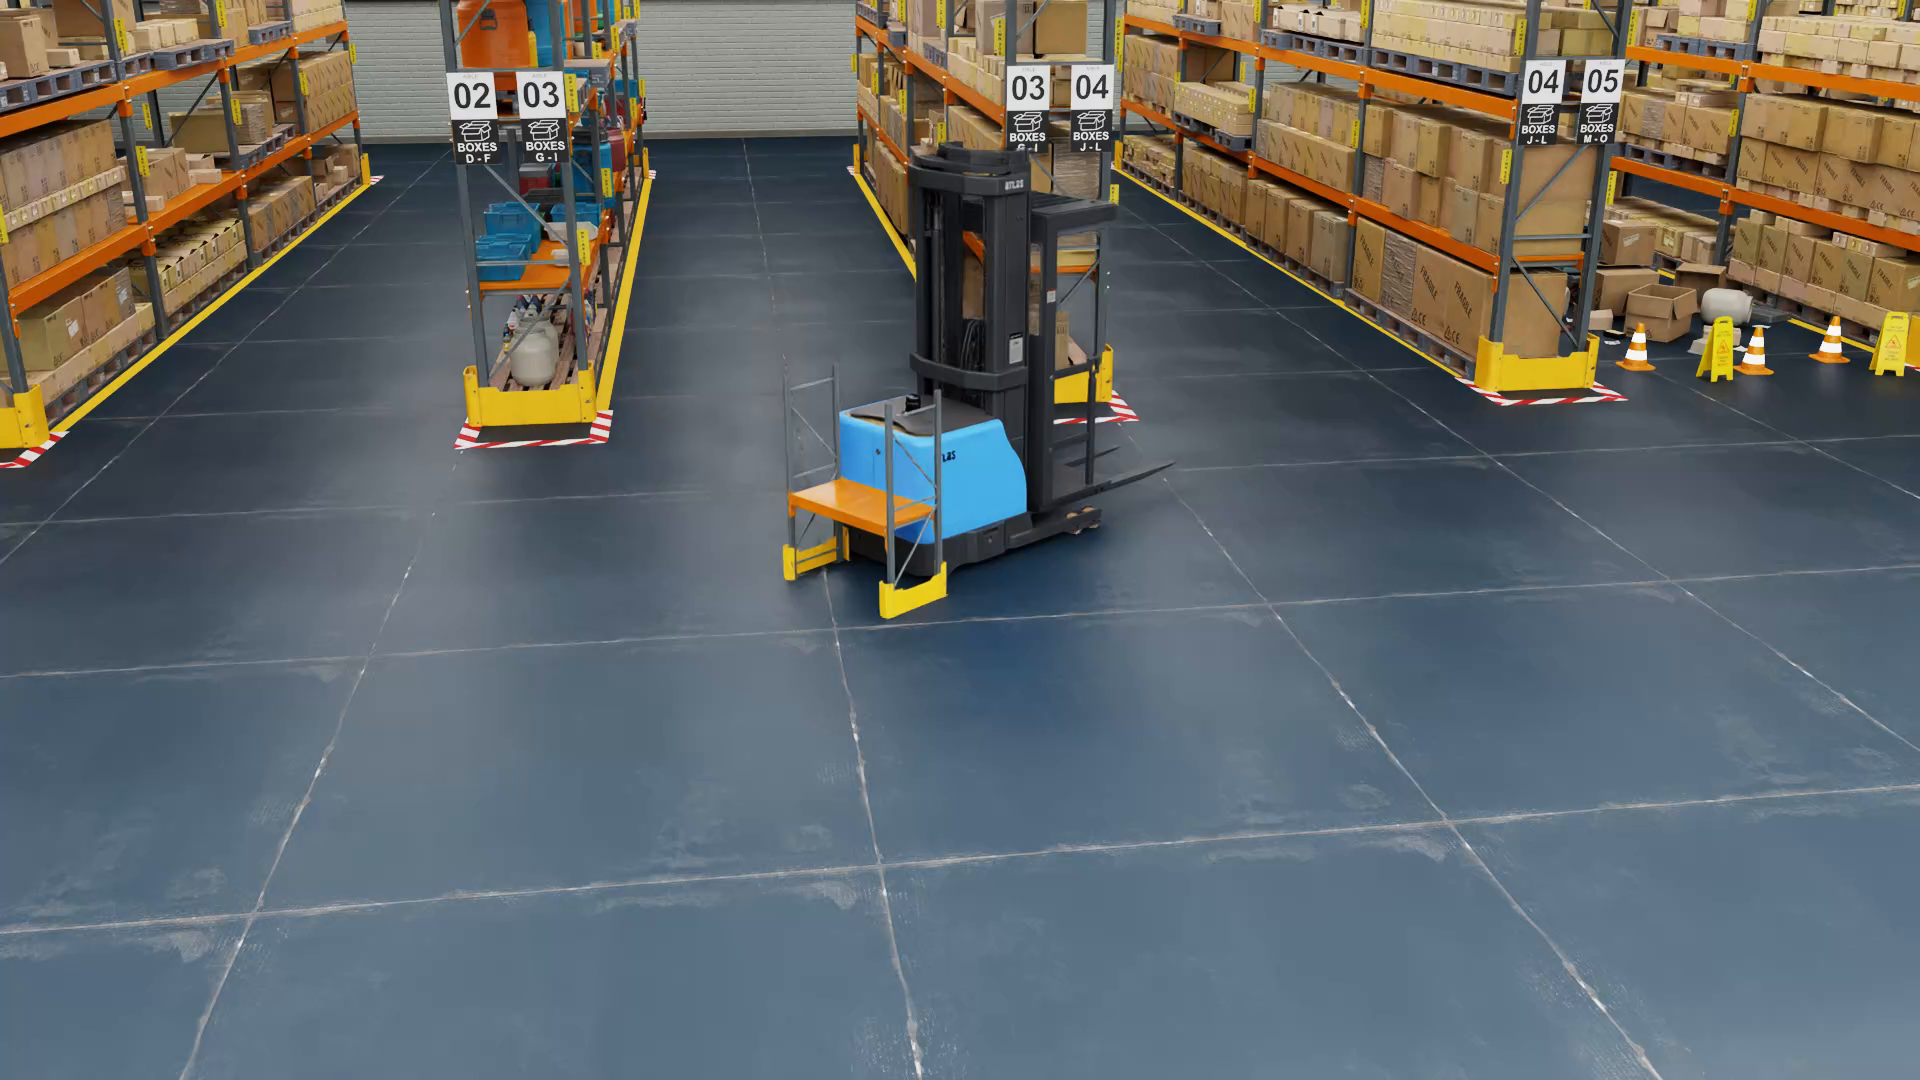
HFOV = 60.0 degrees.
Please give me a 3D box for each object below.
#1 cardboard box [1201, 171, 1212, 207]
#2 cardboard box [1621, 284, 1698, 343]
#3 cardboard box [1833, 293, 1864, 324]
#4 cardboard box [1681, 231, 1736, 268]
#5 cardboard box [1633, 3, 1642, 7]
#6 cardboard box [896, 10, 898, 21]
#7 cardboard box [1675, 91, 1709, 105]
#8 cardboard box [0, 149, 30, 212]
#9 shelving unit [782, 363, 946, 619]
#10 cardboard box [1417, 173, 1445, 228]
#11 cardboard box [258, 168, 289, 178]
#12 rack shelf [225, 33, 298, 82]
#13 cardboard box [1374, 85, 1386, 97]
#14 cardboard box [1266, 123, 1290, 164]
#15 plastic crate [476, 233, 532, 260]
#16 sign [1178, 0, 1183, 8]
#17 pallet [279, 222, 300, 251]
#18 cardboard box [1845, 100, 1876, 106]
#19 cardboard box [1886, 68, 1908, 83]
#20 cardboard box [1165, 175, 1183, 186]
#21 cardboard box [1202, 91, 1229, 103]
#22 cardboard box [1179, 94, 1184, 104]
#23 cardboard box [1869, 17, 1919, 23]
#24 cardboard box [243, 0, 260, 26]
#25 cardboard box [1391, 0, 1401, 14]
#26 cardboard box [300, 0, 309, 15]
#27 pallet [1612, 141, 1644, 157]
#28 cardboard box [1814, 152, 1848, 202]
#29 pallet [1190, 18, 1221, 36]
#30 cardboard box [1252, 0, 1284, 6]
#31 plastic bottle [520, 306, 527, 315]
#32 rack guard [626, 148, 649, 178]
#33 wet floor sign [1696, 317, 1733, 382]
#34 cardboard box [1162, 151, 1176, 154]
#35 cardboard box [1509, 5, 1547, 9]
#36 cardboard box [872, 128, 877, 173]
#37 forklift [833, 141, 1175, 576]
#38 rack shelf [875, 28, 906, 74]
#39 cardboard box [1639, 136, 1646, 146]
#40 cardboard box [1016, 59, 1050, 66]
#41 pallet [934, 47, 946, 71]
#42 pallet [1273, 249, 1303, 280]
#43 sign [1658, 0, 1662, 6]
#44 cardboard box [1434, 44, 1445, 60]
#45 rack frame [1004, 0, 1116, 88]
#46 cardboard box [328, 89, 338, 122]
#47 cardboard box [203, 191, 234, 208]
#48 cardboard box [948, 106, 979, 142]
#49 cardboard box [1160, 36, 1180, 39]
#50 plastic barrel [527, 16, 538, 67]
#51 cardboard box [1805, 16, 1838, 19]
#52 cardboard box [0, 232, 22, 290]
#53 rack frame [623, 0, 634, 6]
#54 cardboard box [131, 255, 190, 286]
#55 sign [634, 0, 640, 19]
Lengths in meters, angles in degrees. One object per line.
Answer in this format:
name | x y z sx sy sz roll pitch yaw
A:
cardboard box | 4.117 -5.537 26.228 0.500 0.500 0.500 -3 21 -7
cardboard box | 7.962 -2.586 18.920 0.637 0.503 0.797 17 27 39
cardboard box | 10.270 -2.629 18.798 0.500 0.250 0.500 -3 21 -8
cardboard box | 10.065 -3.807 21.777 0.950 0.372 0.625 -3 21 -7
cardboard box | 13.141 -10.231 31.895 0.380 0.149 0.250 -2 21 -7
cardboard box | -0.750 -7.891 25.027 0.380 0.149 0.250 -4 21 -10
cardboard box | 9.678 -5.826 21.934 0.380 0.149 0.250 -4 21 -10
cardboard box | -9.033 -3.293 15.250 0.700 0.500 0.500 -3 21 -9
shelving unit | -0.682 -0.368 11.557 1.083 1.500 0.587 18 27 40
cardboard box | 5.563 -3.757 18.275 0.875 0.550 0.500 -3 21 -8
cardboard box | -10.982 -5.649 26.498 0.500 0.500 0.500 -3 21 -8
rack shelf | -10.331 -6.807 23.395 1.077 0.370 4.000 -3 21 -8
cardboard box | 8.199 -8.680 31.527 0.500 0.500 0.500 -3 21 -8
cardboard box | 4.557 -5.462 22.909 0.500 0.500 0.500 -3 21 -8
plastic crate | -4.444 -2.839 16.242 0.499 0.251 0.408 -3 21 -8
sign | 3.571 -8.762 26.863 0.100 0.325 0.005 -3 21 -8
pallet | -10.286 -4.422 24.254 1.003 0.211 1.213 -3 21 -8
cardboard box | 14.006 -6.772 26.173 0.500 0.250 0.500 -4 21 -10
cardboard box | 10.266 -5.025 17.954 0.380 0.149 0.250 -3 21 -8
cardboard box | 3.713 -6.125 28.301 0.380 0.149 0.250 -3 21 -7
cardboard box | 3.938 -6.802 25.550 0.380 0.149 0.250 -2 21 -6
cardboard box | 3.747 -7.114 26.810 0.380 0.149 0.250 -3 21 -9
cardboard box | 14.164 -7.796 25.231 0.500 0.250 0.500 -4 21 -10
cardboard box | -10.501 -7.718 23.921 0.600 0.600 0.600 -3 21 -8
cardboard box | 5.050 -5.960 18.577 0.380 0.149 0.250 -3 21 -8
cardboard box | -10.518 -8.354 26.010 0.500 0.250 0.500 -3 21 -8
pallet | 9.775 -5.713 24.000 1.213 0.211 1.003 -3 21 -8
cardboard box | 10.179 -4.158 18.994 0.500 0.500 0.500 -3 21 -7
pallet | 4.243 -7.884 25.519 1.213 0.211 1.003 -3 21 -8
cardboard box | 4.368 -7.697 23.514 0.396 0.266 0.258 -3 21 -8
plastic bottle | -4.773 -2.423 18.187 0.097 0.271 0.097 0 20 0
rack guard | -6.310 -6.901 30.479 1.175 0.500 0.348 -3 21 -8
wet floor sign | 7.800 -1.977 17.087 0.267 0.644 0.232 -7 21 -17
cardboard box | 3.718 -6.661 28.887 0.380 0.149 0.250 -2 21 -6
cardboard box | 5.921 -5.466 17.254 0.380 0.149 0.250 -3 21 -8
cardboard box | -1.090 -6.983 29.563 0.875 0.875 0.875 -3 21 -8
forklift | 0.467 -1.530 12.623 3.031 2.935 1.130 -19 27 -40
rack shelf | -0.528 -7.305 24.729 1.077 0.370 4.000 -3 21 -8
cardboard box | 9.642 -5.533 23.003 0.380 0.149 0.250 -2 21 -6
cardboard box | 0.643 -4.473 15.762 0.380 0.149 0.250 -4 21 -10
pallet | 0.353 -5.696 19.661 1.213 0.211 1.003 -3 21 -8
pallet | 4.895 -3.755 22.469 1.003 0.211 1.213 -3 21 -8
sign | 10.104 -7.718 24.069 0.100 0.325 0.005 -3 21 -8
cardboard box | 5.234 -5.147 17.539 0.380 0.149 0.250 -3 21 -7
rack frame | 0.914 -5.585 14.809 1.000 3.000 0.127 -3 21 -8
cardboard box | -10.645 -7.195 27.549 0.500 0.500 0.500 -3 21 -9
cardboard box | -10.422 -4.764 23.056 0.500 0.250 0.500 -2 21 -6
cardboard box | 0.150 -4.646 18.870 0.500 0.500 0.500 -3 21 -8
cardboard box | 3.915 -8.863 30.162 0.500 0.500 0.500 -4 21 -10
plastic barrel | -4.278 -4.603 15.598 0.600 0.588 0.600 0 20 0
cardboard box | 10.405 -6.222 20.020 0.380 0.149 0.250 -2 21 -7
cardboard box | -8.944 -2.486 14.941 0.700 0.500 0.500 -3 21 -8
rack frame | -6.294 -10.875 28.972 1.000 3.000 0.127 -3 21 -8
cardboard box | -9.346 -3.162 19.423 0.500 0.311 0.500 -3 21 -8
sign | -5.752 -9.454 29.604 0.100 0.325 0.005 -3 21 -8
